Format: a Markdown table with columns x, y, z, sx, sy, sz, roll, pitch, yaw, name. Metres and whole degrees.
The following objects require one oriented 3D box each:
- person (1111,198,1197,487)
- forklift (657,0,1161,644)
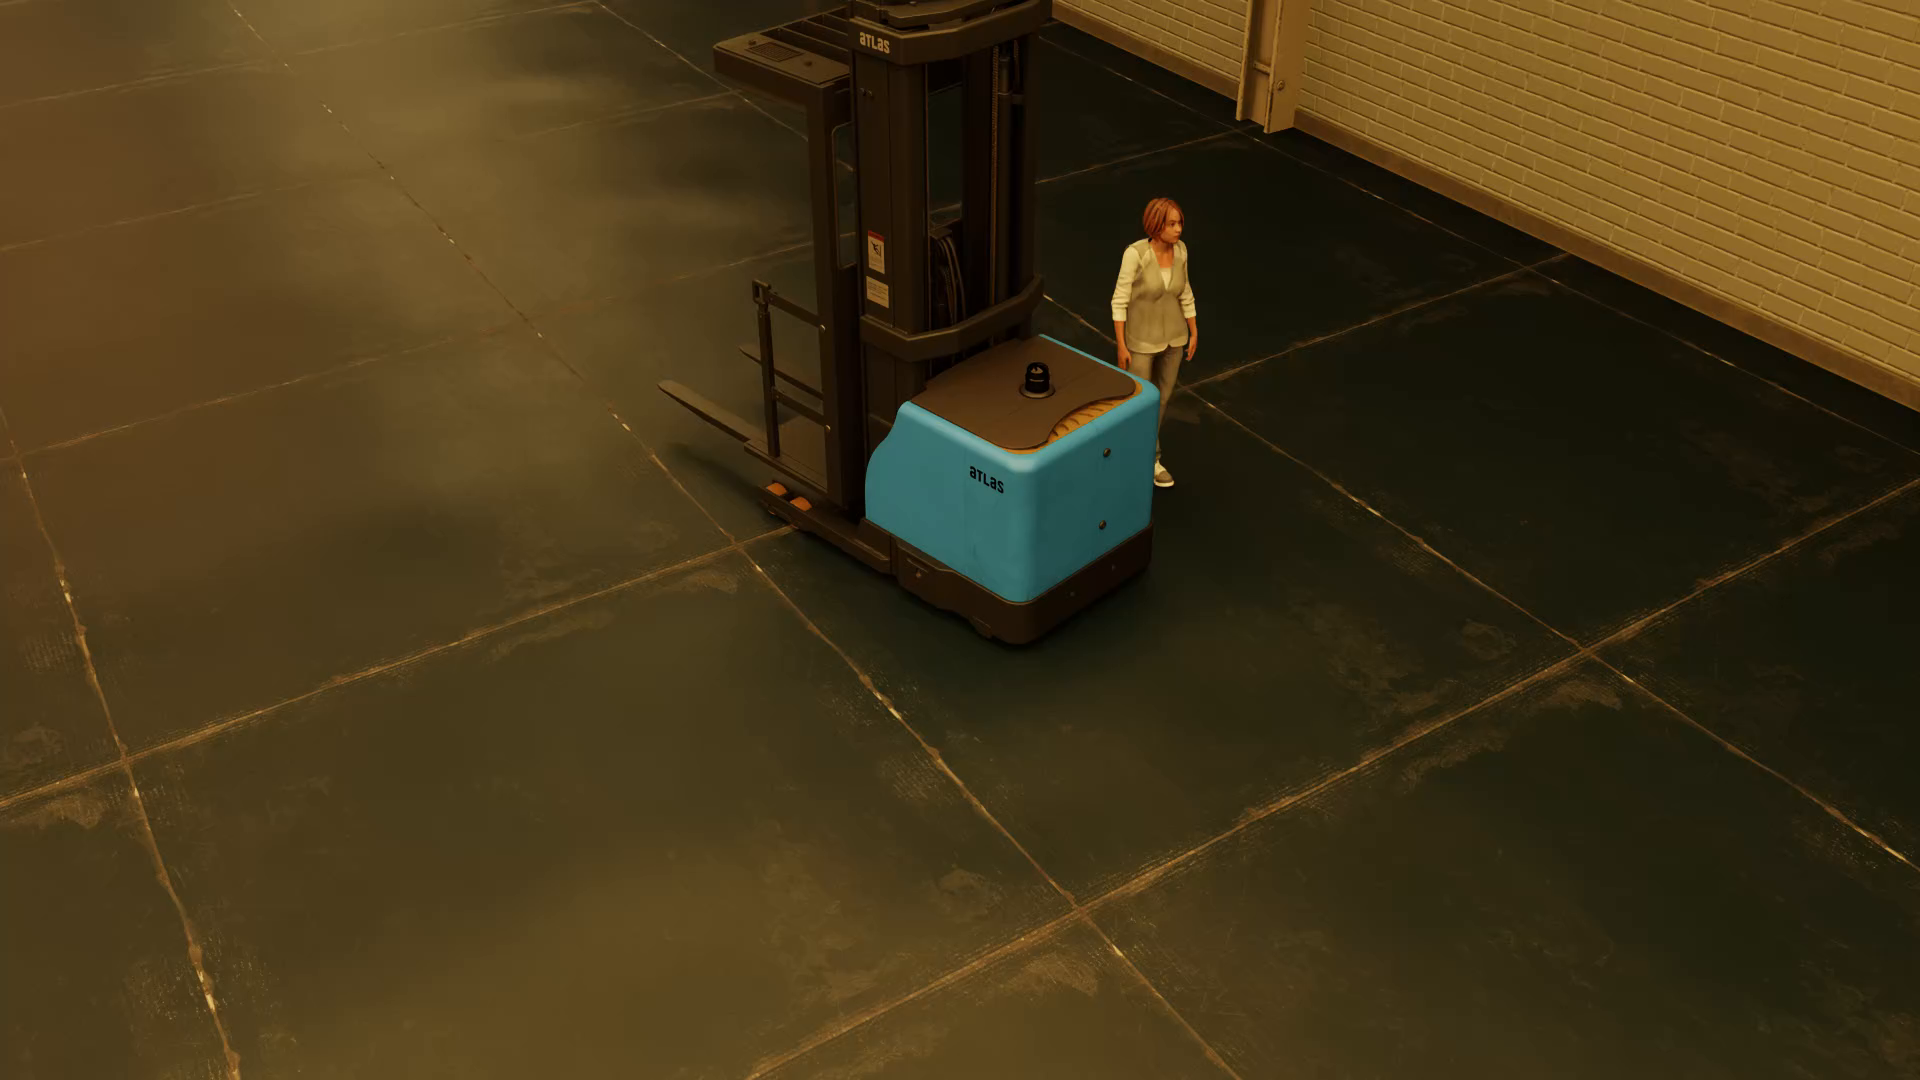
| x | y | z | sx | sy | sz | roll | pitch | yaw | name |
| --- | --- | --- | --- | --- | --- | --- | --- | --- | --- |
| 1.047 | -0.987 | 8.700 | 0.521 | 1.597 | 0.475 | -17 | 38 | -22 | person |
| -0.435 | -1.446 | 8.205 | 3.031 | 2.935 | 1.130 | 29 | 45 | 35 | forklift |
